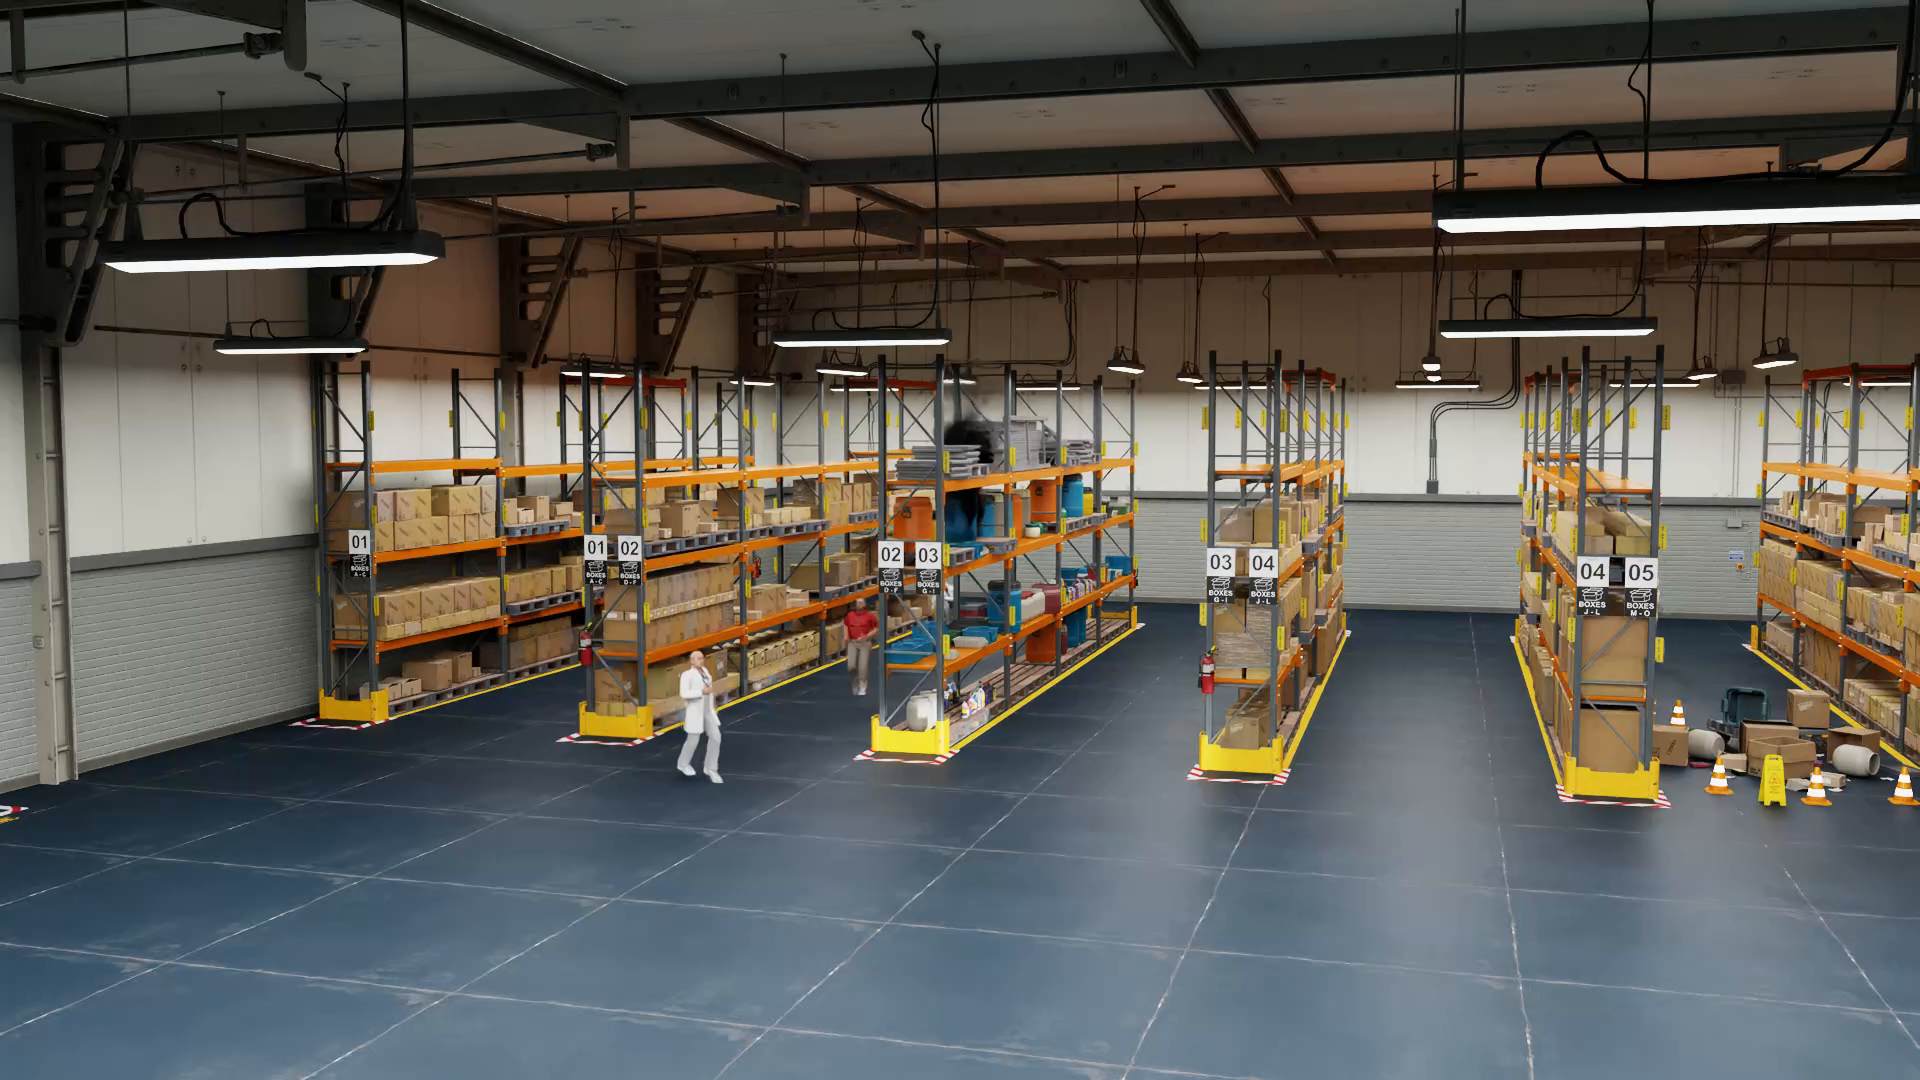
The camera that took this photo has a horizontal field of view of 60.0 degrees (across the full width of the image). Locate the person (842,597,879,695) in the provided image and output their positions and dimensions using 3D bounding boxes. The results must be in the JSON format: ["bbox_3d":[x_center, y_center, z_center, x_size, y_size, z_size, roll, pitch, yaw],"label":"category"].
[{"bbox_3d":[-1.733,1.835,28.508,0.664,1.704,0.590,1,4,9],"label":"person"}]

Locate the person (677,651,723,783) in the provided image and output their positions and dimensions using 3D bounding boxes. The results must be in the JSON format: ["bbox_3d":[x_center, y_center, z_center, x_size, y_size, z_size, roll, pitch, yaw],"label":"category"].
[{"bbox_3d":[-3.623,2.459,23.132,0.782,1.844,0.687,4,5,41],"label":"person"}]

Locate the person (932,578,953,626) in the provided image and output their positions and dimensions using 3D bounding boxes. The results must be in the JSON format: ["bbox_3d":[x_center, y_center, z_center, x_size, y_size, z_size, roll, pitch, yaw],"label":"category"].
[{"bbox_3d":[-0.354,1.536,36.380,0.600,1.694,0.927,1,4,12],"label":"person"}]
